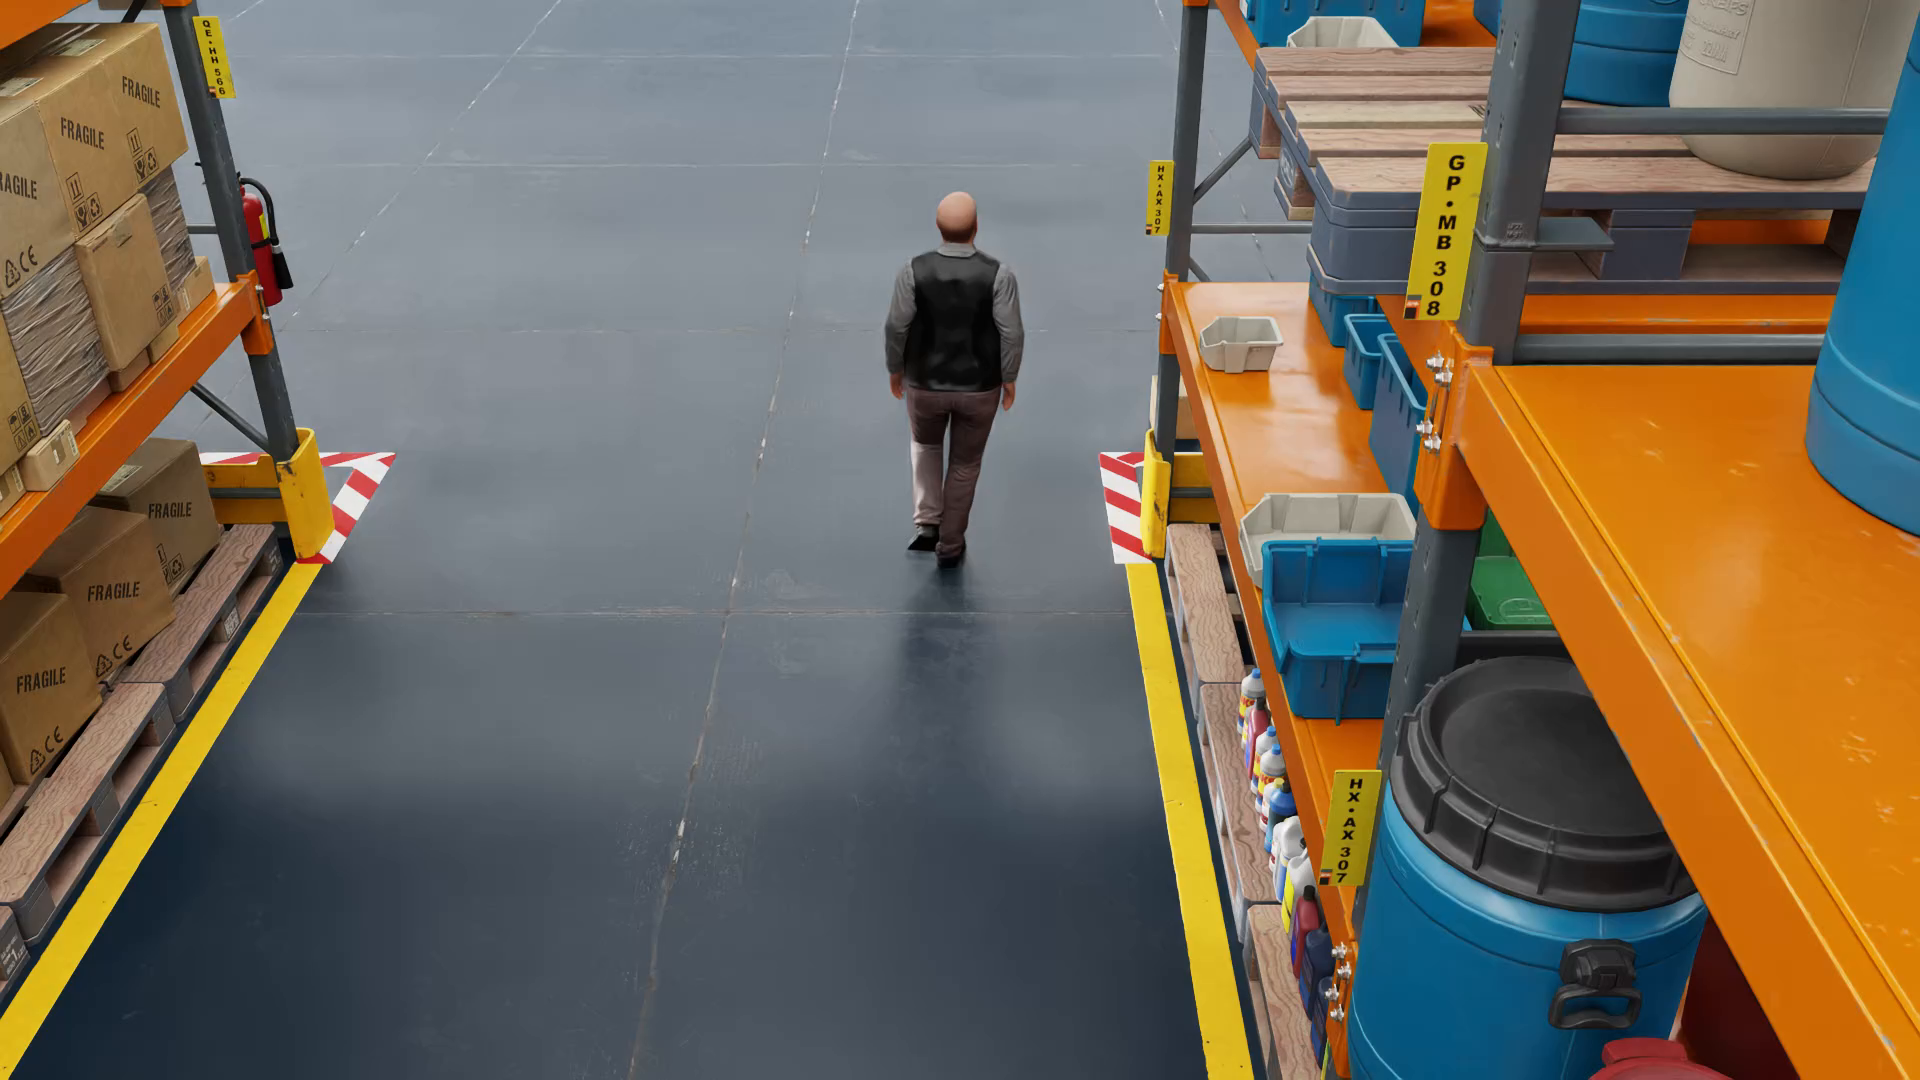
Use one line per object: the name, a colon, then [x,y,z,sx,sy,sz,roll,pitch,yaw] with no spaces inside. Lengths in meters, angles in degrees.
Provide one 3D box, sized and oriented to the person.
person: [-0.024,-0.661,7.238,0.604,1.712,0.494,2,31,3]
